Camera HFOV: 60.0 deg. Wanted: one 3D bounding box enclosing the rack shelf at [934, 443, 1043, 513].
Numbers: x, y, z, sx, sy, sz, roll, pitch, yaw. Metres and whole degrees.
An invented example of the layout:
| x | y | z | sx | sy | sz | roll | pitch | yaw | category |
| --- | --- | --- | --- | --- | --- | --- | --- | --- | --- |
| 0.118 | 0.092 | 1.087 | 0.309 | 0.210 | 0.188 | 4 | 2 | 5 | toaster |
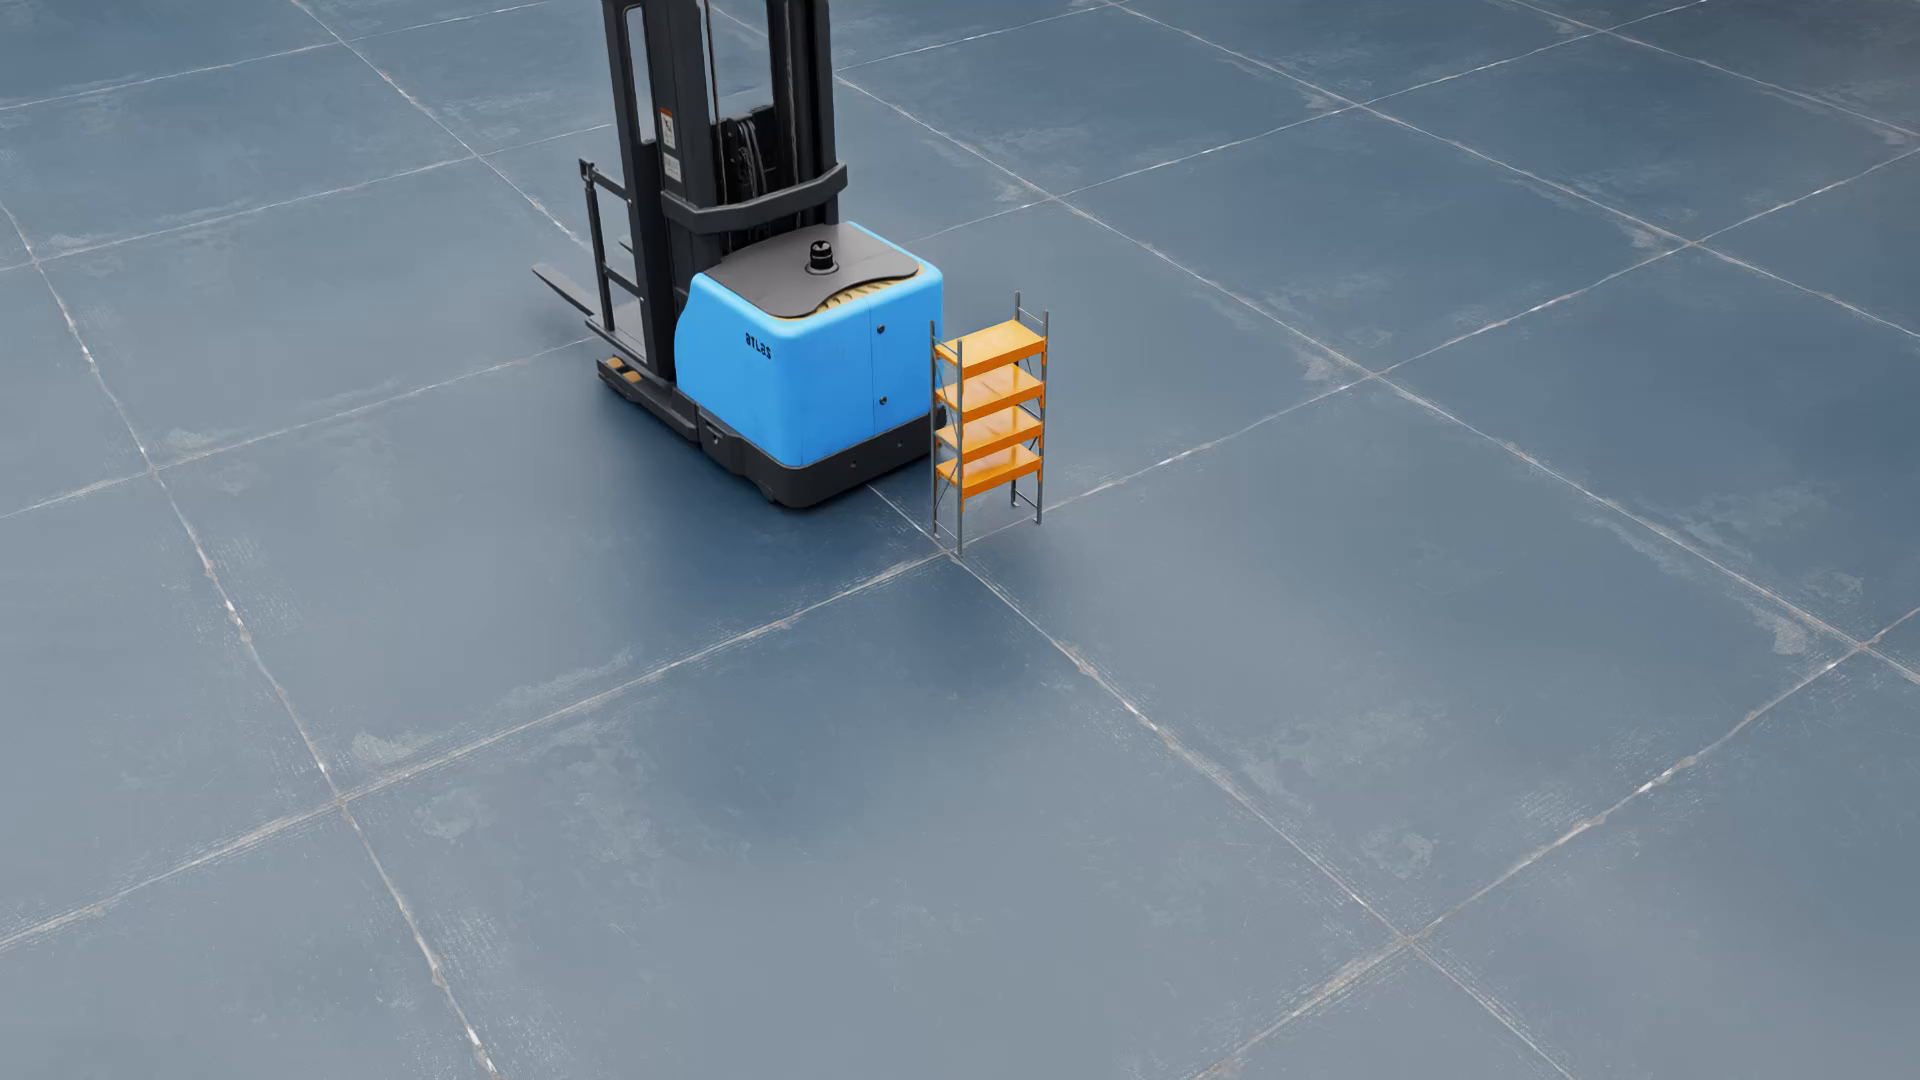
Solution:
| x | y | z | sx | sy | sz | roll | pitch | yaw | category |
| --- | --- | --- | --- | --- | --- | --- | --- | --- | --- |
| 0.135 | -0.327 | 8.132 | 0.480 | 0.148 | 0.258 | -22 | 41 | -28 | rack shelf |

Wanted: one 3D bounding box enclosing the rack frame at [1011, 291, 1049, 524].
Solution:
| x | y | z | sx | sy | sz | roll | pitch | yaw | category |
| --- | --- | --- | --- | --- | --- | --- | --- | --- | --- |
| 0.335 | -0.625 | 8.091 | 0.015 | 1.200 | 0.240 | -22 | 41 | -28 | rack frame |

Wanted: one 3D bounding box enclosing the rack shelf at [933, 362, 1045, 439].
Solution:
| x | y | z | sx | sy | sz | roll | pitch | yaw | category |
| --- | --- | --- | --- | --- | --- | --- | --- | --- | --- |
| 0.135 | -0.670 | 7.886 | 0.480 | 0.148 | 0.258 | -22 | 41 | -28 | rack shelf |

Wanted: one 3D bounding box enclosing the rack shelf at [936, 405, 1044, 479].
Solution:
| x | y | z | sx | sy | sz | roll | pitch | yaw | category |
| --- | --- | --- | --- | --- | --- | --- | --- | --- | --- |
| 0.135 | -0.488 | 8.016 | 0.480 | 0.148 | 0.258 | -22 | 41 | -28 | rack shelf |

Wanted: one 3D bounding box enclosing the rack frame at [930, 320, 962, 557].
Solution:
| x | y | z | sx | sy | sz | roll | pitch | yaw | category |
| --- | --- | --- | --- | --- | --- | --- | --- | --- | --- |
| -0.064 | -0.461 | 7.863 | 0.015 | 1.200 | 0.240 | -22 | 41 | -28 | rack frame |

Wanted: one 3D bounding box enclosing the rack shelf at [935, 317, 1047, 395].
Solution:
| x | y | z | sx | sy | sz | roll | pitch | yaw | category |
| --- | --- | --- | --- | --- | --- | --- | --- | --- | --- |
| 0.135 | -0.862 | 7.748 | 0.480 | 0.148 | 0.258 | -22 | 41 | -28 | rack shelf |

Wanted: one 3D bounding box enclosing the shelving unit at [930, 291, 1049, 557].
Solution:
| x | y | z | sx | sy | sz | roll | pitch | yaw | category |
| --- | --- | --- | --- | --- | --- | --- | --- | --- | --- |
| 0.135 | -0.543 | 7.977 | 0.503 | 1.200 | 0.258 | -22 | 41 | -28 | shelving unit |

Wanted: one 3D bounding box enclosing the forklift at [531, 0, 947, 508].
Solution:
| x | y | z | sx | sy | sz | roll | pitch | yaw | category |
| --- | --- | --- | --- | --- | --- | --- | --- | --- | --- |
| -1.402 | -2.139 | 8.714 | 1.130 | 2.935 | 3.031 | -26 | 43 | -32 | forklift |
